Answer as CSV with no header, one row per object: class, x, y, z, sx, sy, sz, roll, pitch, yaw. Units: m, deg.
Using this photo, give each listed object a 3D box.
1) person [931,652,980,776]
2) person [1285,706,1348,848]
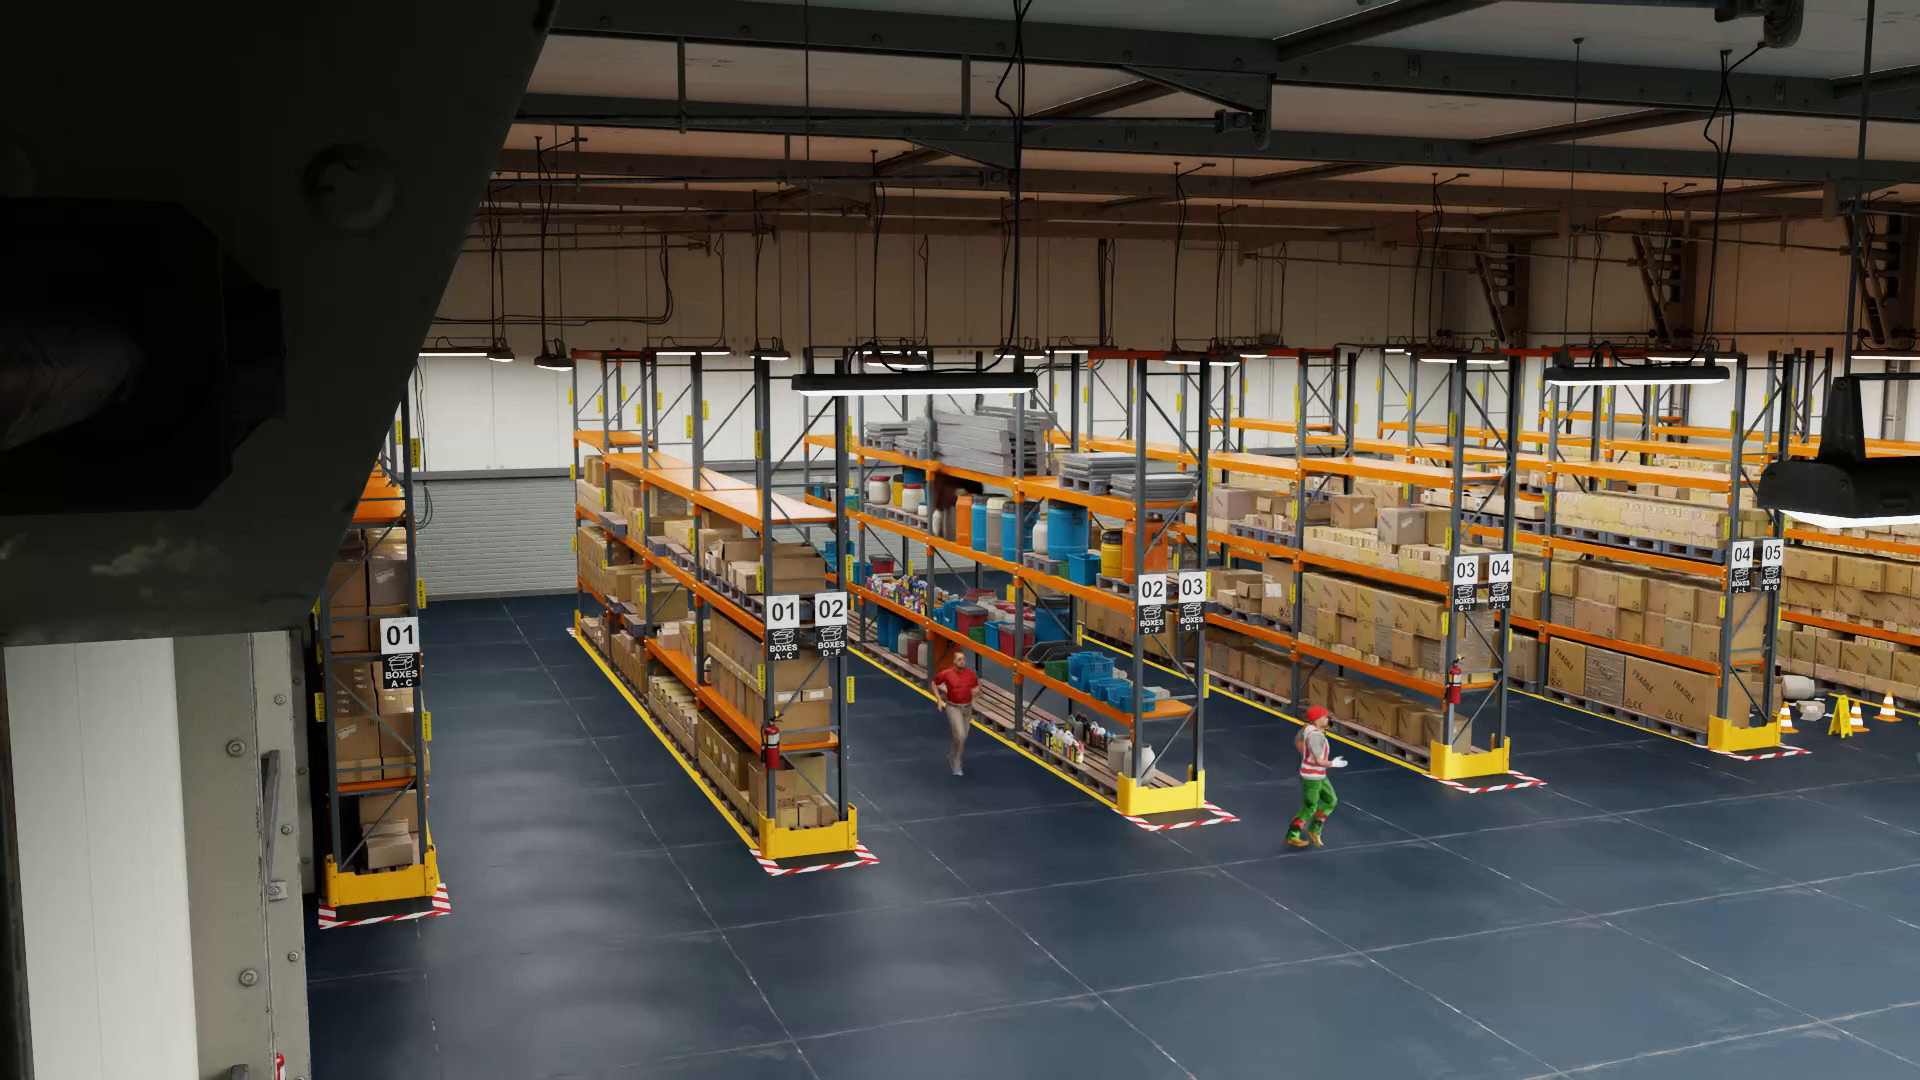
person,-0.015,2.509,24.040,0.629,1.794,0.768,-4,8,-32
person,4.379,2.930,20.425,0.729,1.831,0.676,1,7,12
